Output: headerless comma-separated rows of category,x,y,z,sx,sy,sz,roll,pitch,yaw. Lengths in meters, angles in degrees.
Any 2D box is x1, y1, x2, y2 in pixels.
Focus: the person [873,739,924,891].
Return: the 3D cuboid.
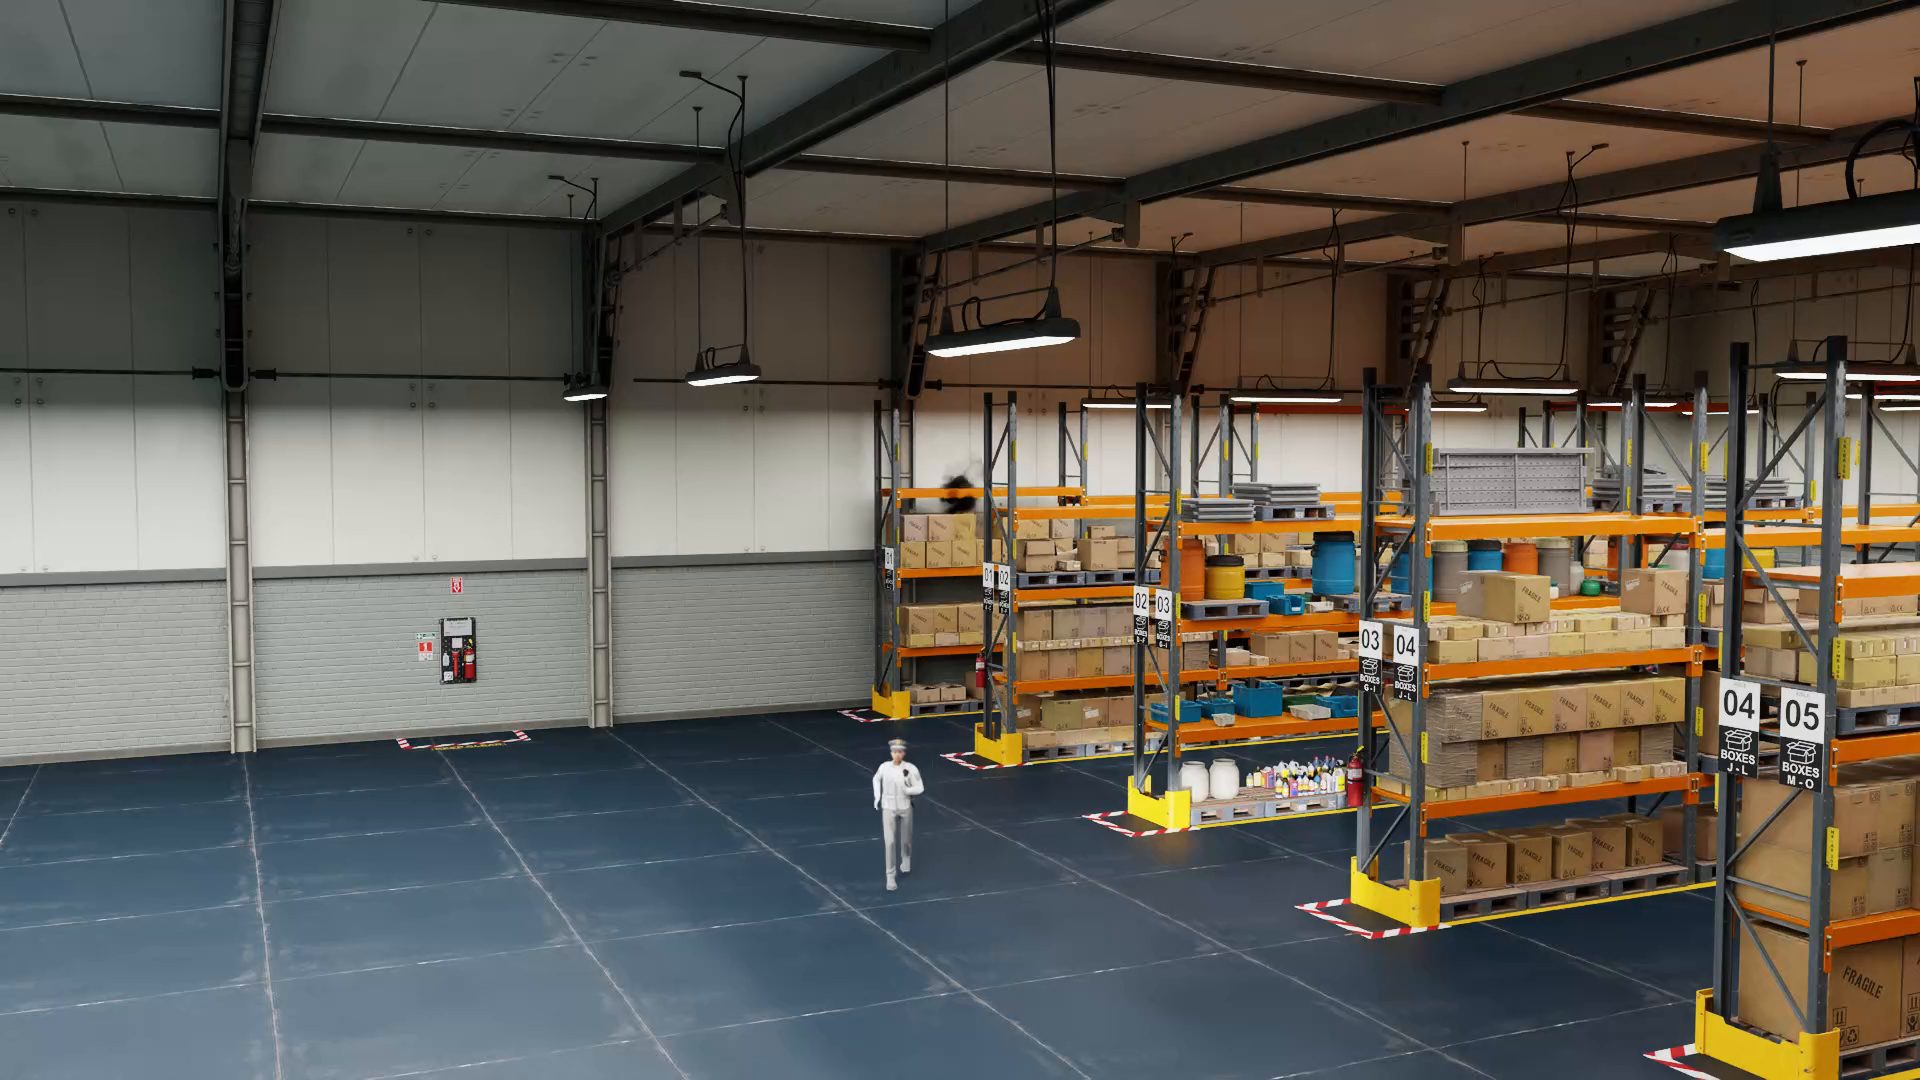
person,-0.727,3.161,19.467,0.610,1.686,0.911,0,3,1
